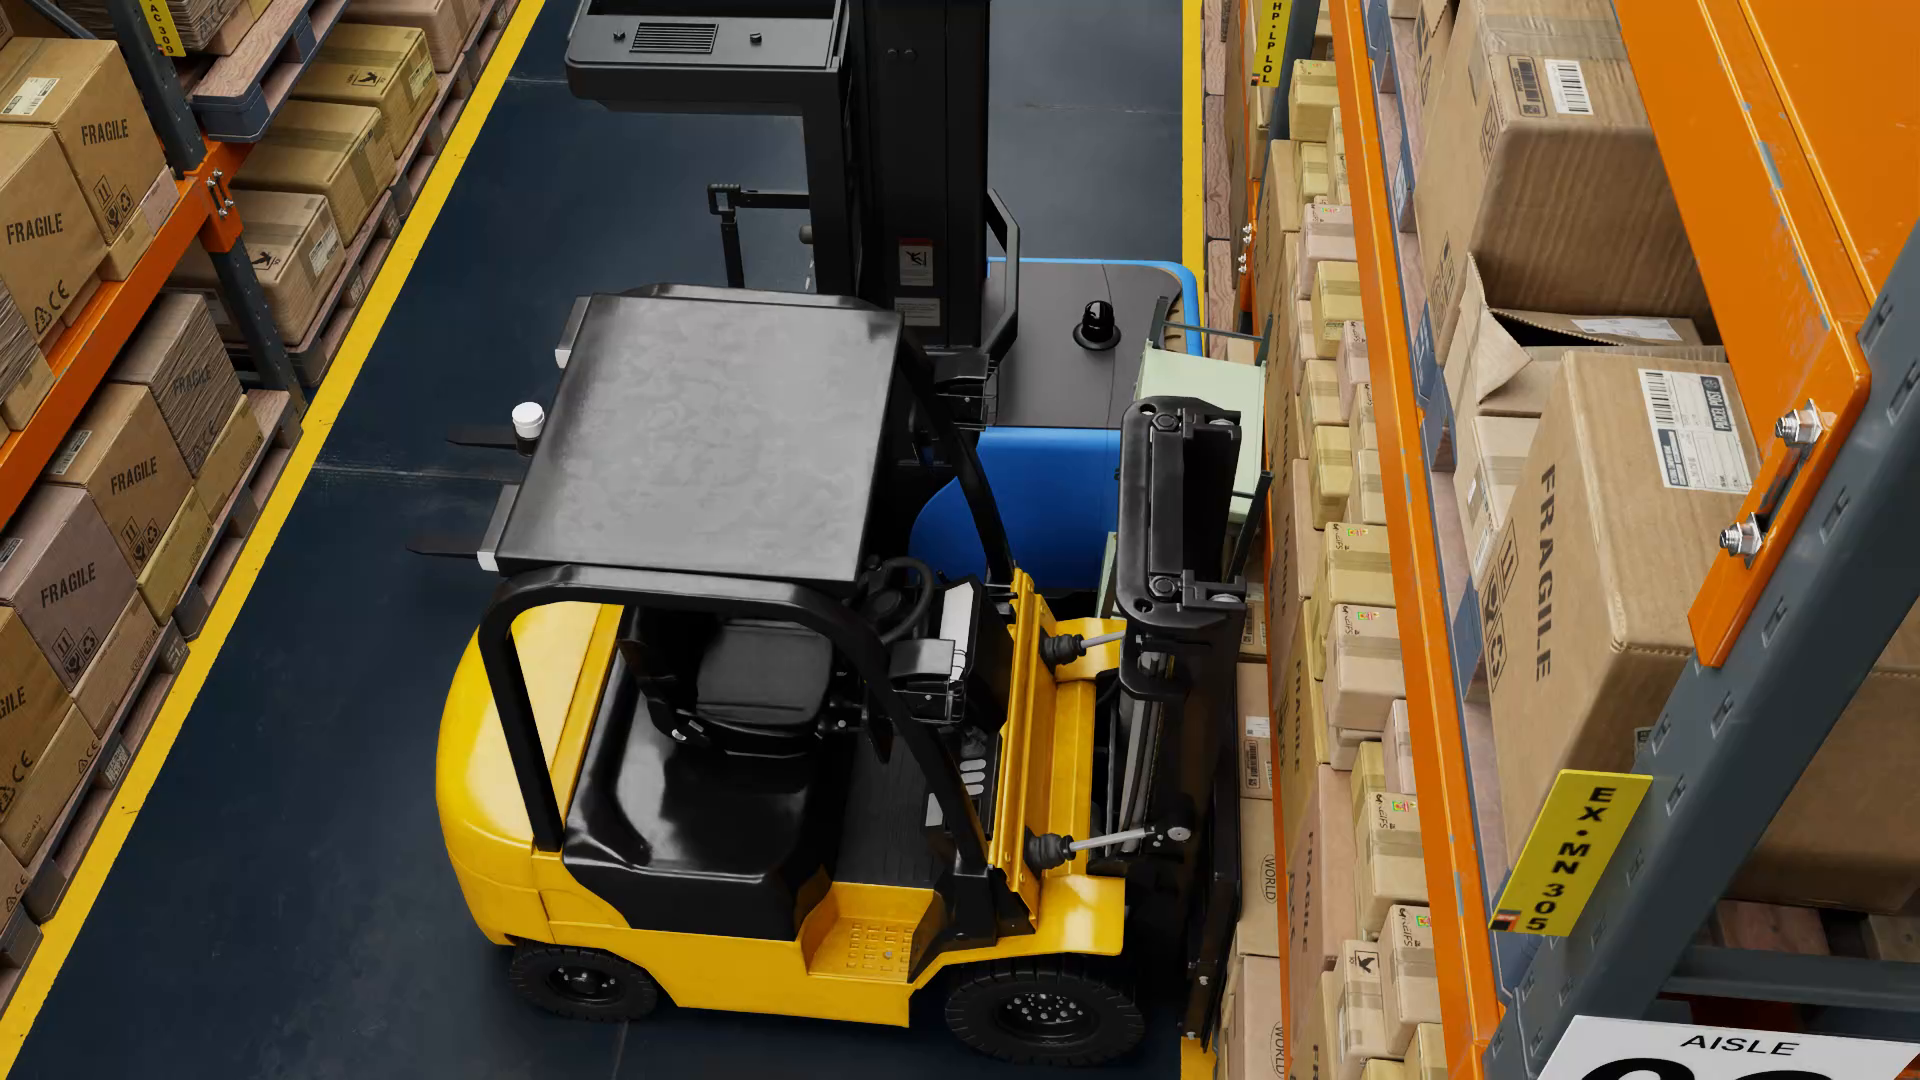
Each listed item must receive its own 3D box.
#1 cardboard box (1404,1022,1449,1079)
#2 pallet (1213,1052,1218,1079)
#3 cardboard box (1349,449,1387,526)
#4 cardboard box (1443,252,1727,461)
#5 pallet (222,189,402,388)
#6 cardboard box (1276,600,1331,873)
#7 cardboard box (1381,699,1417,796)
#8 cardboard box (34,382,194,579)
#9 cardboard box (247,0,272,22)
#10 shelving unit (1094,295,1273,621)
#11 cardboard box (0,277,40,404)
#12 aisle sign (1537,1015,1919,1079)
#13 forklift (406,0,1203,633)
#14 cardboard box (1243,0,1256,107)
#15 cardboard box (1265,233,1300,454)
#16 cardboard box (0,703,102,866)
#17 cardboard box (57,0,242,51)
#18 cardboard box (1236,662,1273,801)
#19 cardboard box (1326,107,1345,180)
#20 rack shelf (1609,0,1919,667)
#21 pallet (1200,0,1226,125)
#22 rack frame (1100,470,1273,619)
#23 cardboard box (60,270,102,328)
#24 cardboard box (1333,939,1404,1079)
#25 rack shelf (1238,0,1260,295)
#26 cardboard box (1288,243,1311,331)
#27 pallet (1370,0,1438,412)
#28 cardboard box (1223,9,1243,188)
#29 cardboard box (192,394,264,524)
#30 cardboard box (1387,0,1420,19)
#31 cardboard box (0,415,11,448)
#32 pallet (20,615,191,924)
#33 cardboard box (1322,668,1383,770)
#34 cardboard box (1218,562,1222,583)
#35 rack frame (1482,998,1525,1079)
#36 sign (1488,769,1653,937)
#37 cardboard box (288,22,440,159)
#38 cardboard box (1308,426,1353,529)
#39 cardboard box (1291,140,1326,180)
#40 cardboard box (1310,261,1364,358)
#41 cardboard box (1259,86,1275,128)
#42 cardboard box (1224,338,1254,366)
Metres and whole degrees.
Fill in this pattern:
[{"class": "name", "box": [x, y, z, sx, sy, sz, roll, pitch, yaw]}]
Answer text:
[{"class": "cardboard box", "box": [1.035, 1.053, 3.071, 0.380, 0.149, 0.250, 4, 48, 4]}, {"class": "pallet", "box": [1.241, 2.060, 4.749, 1.003, 0.211, 1.213, 4, 48, 4]}, {"class": "cardboard box", "box": [1.169, -0.074, 4.102, 0.380, 0.149, 0.250, 4, 48, 4]}, {"class": "cardboard box", "box": [1.009, -0.274, 2.700, 0.396, 0.266, 0.258, 4, 48, 4]}, {"class": "pallet", "box": [-3.297, -1.218, 7.747, 1.003, 0.211, 1.213, 4, 48, 4]}, {"class": "cardboard box", "box": [1.099, 0.513, 4.206, 0.500, 0.500, 0.500, 3, 48, 3]}, {"class": "cardboard box", "box": [1.120, 0.498, 3.579, 0.380, 0.149, 0.250, 4, 48, 4]}, {"class": "cardboard box", "box": [-3.198, -0.227, 6.021, 0.500, 0.500, 0.500, 5, 48, 4]}, {"class": "cardboard box", "box": [-2.970, -2.211, 6.651, 0.380, 0.149, 0.250, 5, 48, 4]}, {"class": "shelving unit", "box": [0.719, 0.008, 5.716, 0.431, 1.500, 0.755, 10, 48, 2]}, {"class": "cardboard box", "box": [-3.242, -0.617, 5.038, 0.500, 0.500, 0.500, 5, 48, 5]}, {"class": "aisle sign", "box": [0.914, 0.835, 2.218, 0.394, 0.787, 0.004, 4, 48, 4]}, {"class": "forklift", "box": [-0.625, -1.007, 5.711, 3.031, 2.935, 1.130, 2, 48, 2]}, {"class": "cardboard box", "box": [1.403, -1.963, 6.640, 0.500, 0.250, 0.500, 4, 48, 3]}, {"class": "cardboard box", "box": [1.246, -0.597, 5.221, 0.500, 0.500, 0.500, 5, 48, 4]}, {"class": "cardboard box", "box": [-3.291, 0.788, 5.601, 0.500, 0.250, 0.500, 7, 48, 6]}, {"class": "cardboard box", "box": [-3.038, -2.188, 6.190, 0.500, 0.500, 0.500, 5, 48, 4]}, {"class": "cardboard box", "box": [1.074, 0.654, 5.046, 0.500, 0.250, 0.500, 3, 48, 3]}, {"class": "cardboard box", "box": [1.336, -1.195, 5.127, 0.380, 0.149, 0.250, 5, 48, 4]}, {"class": "rack shelf", "box": [1.395, -1.433, 2.747, 1.077, 0.370, 4.000, 4, 48, 4]}, {"class": "pallet", "box": [1.828, -2.652, 9.058, 1.003, 0.211, 1.213, 4, 48, 4]}, {"class": "rack frame", "box": [0.662, 0.273, 5.470, 0.400, 1.500, 0.023, 10, 48, 2]}, {"class": "cardboard box", "box": [-3.209, -0.875, 5.714, 0.380, 0.149, 0.250, 4, 48, 4]}, {"class": "cardboard box", "box": [0.959, 0.968, 3.351, 0.380, 0.149, 0.250, 5, 48, 4]}, {"class": "rack shelf", "box": [1.759, -2.483, 7.501, 1.077, 0.370, 4.000, 4, 48, 4]}, {"class": "cardboard box", "box": [1.172, -0.732, 4.905, 0.380, 0.149, 0.250, 5, 48, 4]}, {"class": "pallet", "box": [1.411, -0.716, 3.425, 1.003, 0.211, 1.213, 4, 48, 4]}, {"class": "cardboard box", "box": [1.758, -2.102, 7.991, 0.875, 0.625, 0.625, 2, 48, 2]}, {"class": "cardboard box", "box": [-3.153, -0.348, 6.640, 0.500, 0.250, 0.500, 6, 48, 5]}, {"class": "cardboard box", "box": [1.139, -1.328, 3.664, 0.396, 0.266, 0.258, 3, 48, 3]}, {"class": "cardboard box", "box": [-3.234, -0.312, 5.199, 0.380, 0.149, 0.250, 3, 48, 3]}, {"class": "pallet", "box": [-3.501, 0.749, 5.948, 1.003, 0.211, 1.213, 4, 48, 4]}, {"class": "cardboard box", "box": [1.055, 0.400, 3.870, 0.380, 0.149, 0.250, 2, 48, 2]}, {"class": "cardboard box", "box": [1.182, 0.067, 5.922, 0.500, 0.250, 0.500, 4, 48, 3]}, {"class": "rack frame", "box": [1.213, 1.684, 3.203, 1.000, 3.000, 0.127, 4, 48, 4]}, {"class": "sign", "box": [0.673, 0.353, 1.842, 0.100, 0.325, 0.005, 4, 48, 4]}, {"class": "cardboard box", "box": [-3.197, -2.267, 8.313, 0.950, 0.372, 0.625, 5, 48, 5]}, {"class": "cardboard box", "box": [1.125, -0.157, 4.379, 0.380, 0.149, 0.250, 3, 48, 3]}, {"class": "cardboard box", "box": [1.286, -1.292, 5.417, 0.380, 0.149, 0.250, 3, 48, 3]}, {"class": "cardboard box", "box": [1.182, -0.633, 4.613, 0.380, 0.149, 0.250, 3, 48, 3]}, {"class": "cardboard box", "box": [1.367, -1.752, 6.108, 0.500, 0.250, 0.500, 3, 48, 3]}, {"class": "cardboard box", "box": [1.221, -0.472, 6.076, 0.500, 0.250, 0.500, 3, 48, 3]}]
